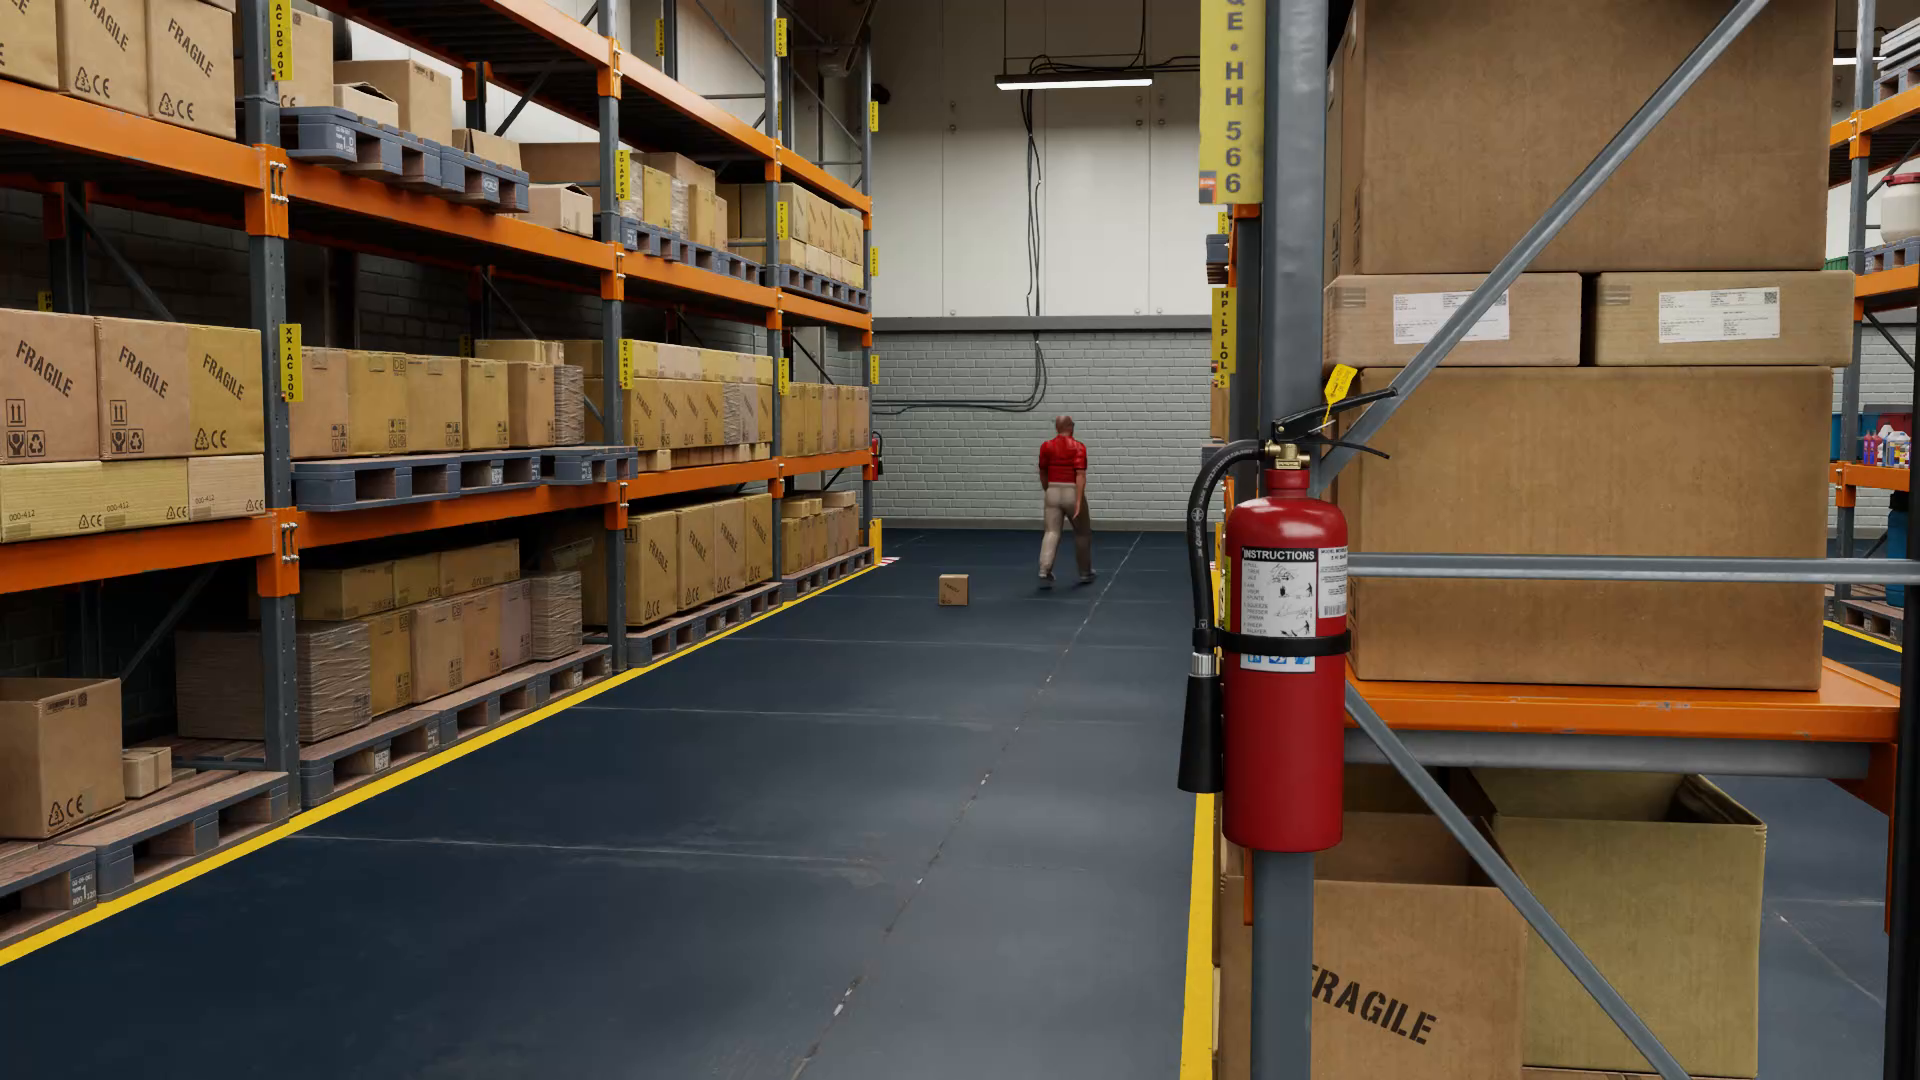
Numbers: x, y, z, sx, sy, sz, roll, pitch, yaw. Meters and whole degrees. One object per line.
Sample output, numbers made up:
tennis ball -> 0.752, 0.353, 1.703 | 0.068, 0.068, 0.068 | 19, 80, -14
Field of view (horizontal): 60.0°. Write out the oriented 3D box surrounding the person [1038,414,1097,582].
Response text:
person -> 1.051, -0.415, 16.593 | 0.537, 1.670, 1.047 | 2, 5, 21
